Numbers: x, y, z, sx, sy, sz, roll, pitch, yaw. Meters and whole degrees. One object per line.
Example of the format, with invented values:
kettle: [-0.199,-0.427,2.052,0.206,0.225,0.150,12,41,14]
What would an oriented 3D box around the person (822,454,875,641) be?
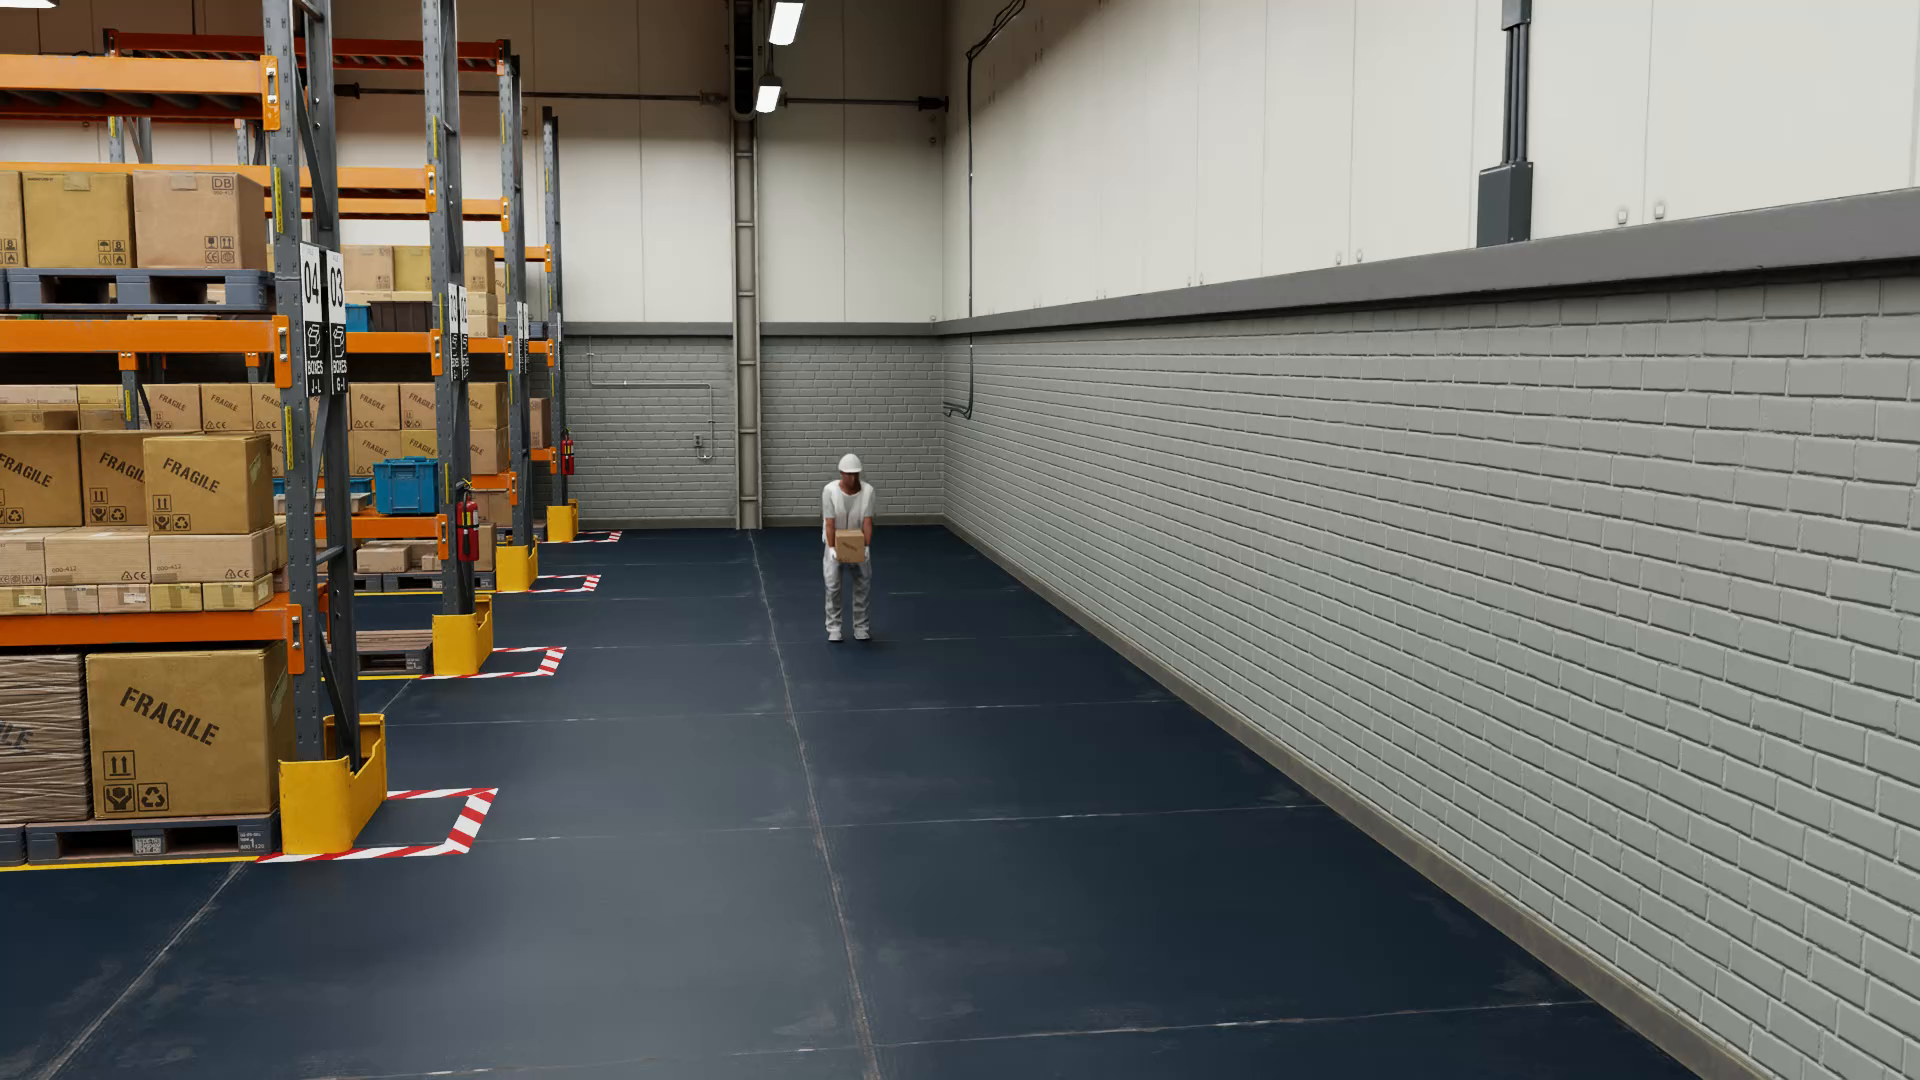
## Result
person: [-1.018,0.067,15.275,0.485,1.725,0.621,-1,6,-10]
